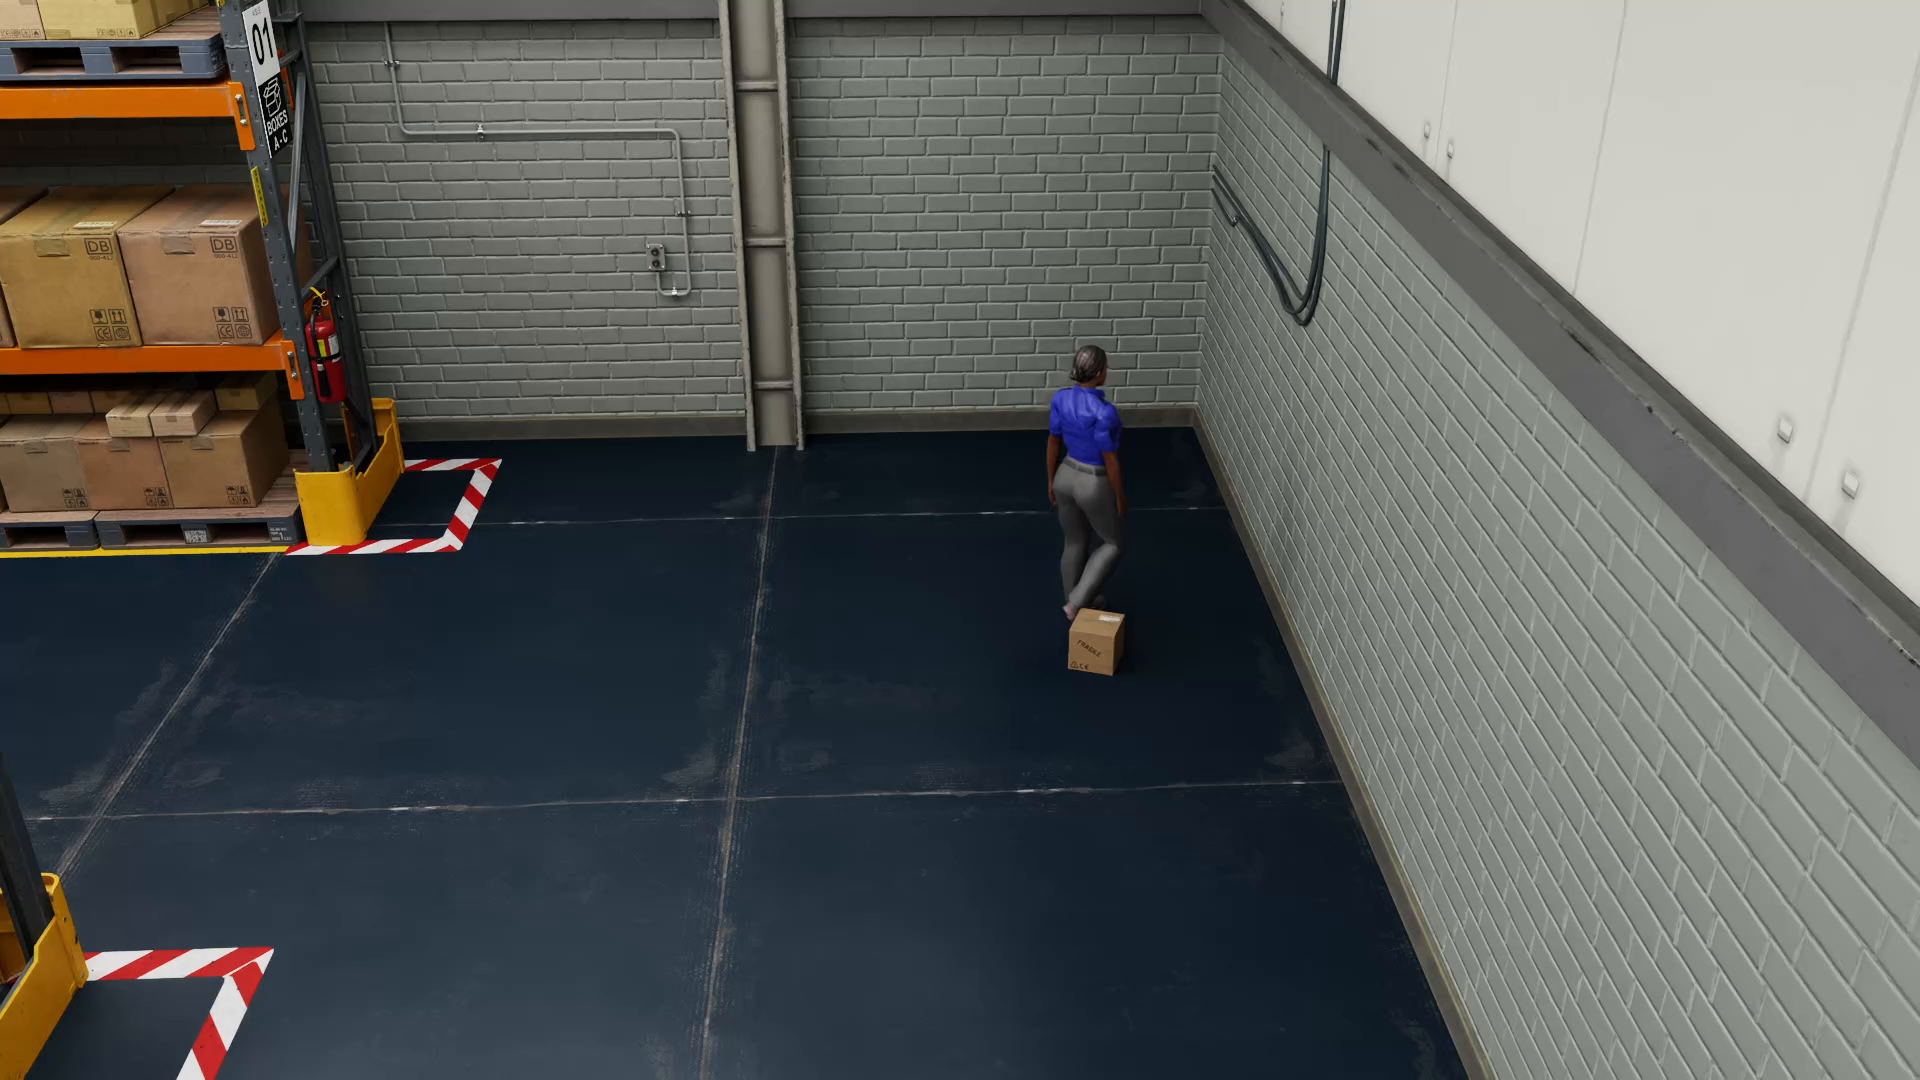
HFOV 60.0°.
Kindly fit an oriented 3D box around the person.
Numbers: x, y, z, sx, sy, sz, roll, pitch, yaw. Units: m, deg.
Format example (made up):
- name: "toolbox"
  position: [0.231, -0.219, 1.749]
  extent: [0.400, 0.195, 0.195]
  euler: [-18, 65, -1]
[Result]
- name: "person"
  position: [0.681, -0.280, 9.134]
  extent: [0.469, 1.661, 0.474]
  euler: [25, 36, 38]
